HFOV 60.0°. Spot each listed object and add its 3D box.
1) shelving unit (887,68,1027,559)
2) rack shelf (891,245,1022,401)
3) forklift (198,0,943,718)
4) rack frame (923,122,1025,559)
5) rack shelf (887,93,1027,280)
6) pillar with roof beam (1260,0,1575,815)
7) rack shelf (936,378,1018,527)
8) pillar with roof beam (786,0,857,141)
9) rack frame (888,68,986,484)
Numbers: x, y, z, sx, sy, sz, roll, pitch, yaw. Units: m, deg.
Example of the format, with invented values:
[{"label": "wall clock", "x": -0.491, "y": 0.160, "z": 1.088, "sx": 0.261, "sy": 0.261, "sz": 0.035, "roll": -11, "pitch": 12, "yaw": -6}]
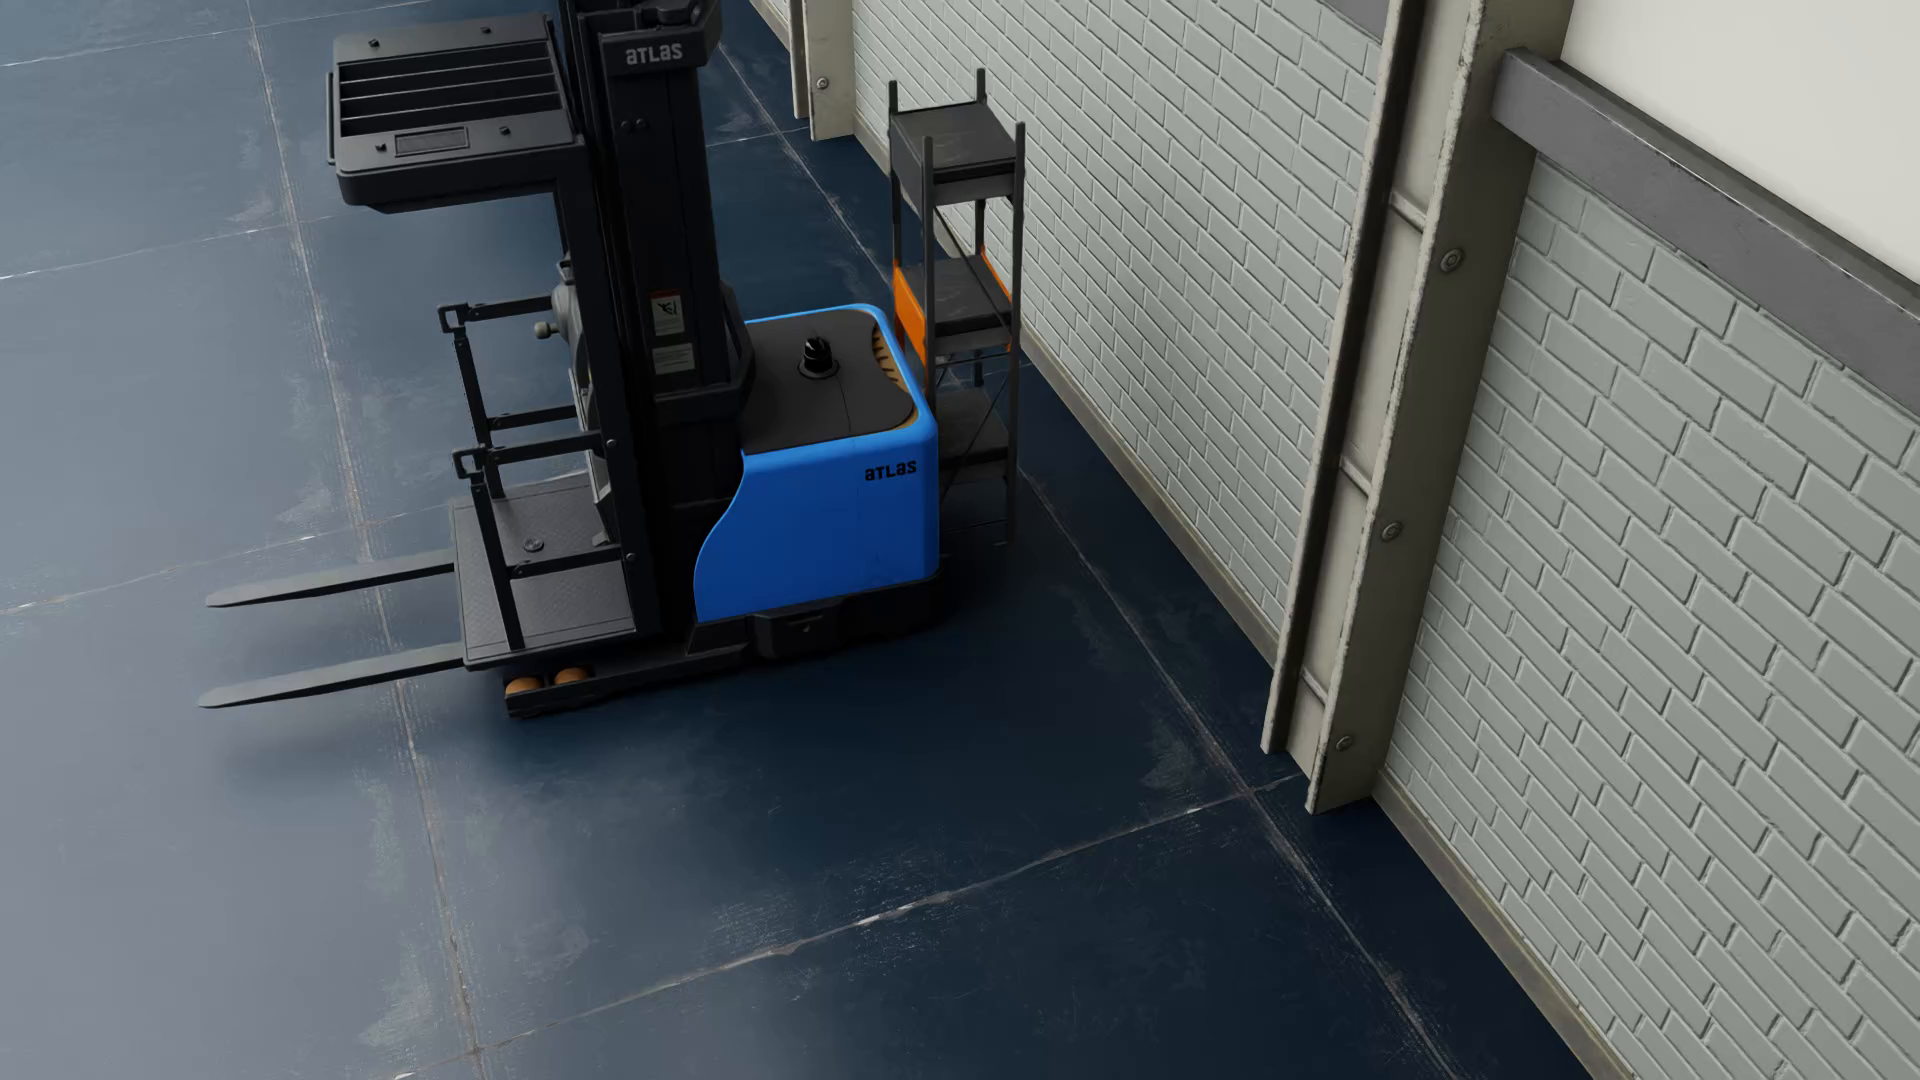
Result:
[{"label": "shelving unit", "x": -0.018, "y": -0.896, "z": 7.100, "sx": 0.431, "sy": 2.100, "sz": 0.503, "roll": -12, "pitch": 42, "yaw": -13}, {"label": "rack shelf", "x": -0.018, "y": -0.886, "z": 7.109, "sx": 0.431, "sy": 0.518, "sz": 0.480, "roll": -12, "pitch": 42, "yaw": -13}, {"label": "forklift", "x": -1.648, "y": -0.772, "z": 6.318, "sx": 3.031, "sy": 2.935, "sz": 1.130, "roll": -11, "pitch": 42, "yaw": -12}, {"label": "rack frame", "x": 0.054, "y": -0.744, "z": 6.923, "sx": 0.400, "sy": 2.100, "sz": 0.015, "roll": -12, "pitch": 42, "yaw": -13}, {"label": "rack shelf", "x": -0.018, "y": -1.416, "z": 6.652, "sx": 0.431, "sy": 0.518, "sz": 0.480, "roll": -12, "pitch": 42, "yaw": -13}, {"label": "pillar with roof beam", "x": -2.552, "y": -1.430, "z": 2.430, "sx": 9.100, "sy": 9.000, "sz": 0.400, "roll": -15, "pitch": 43, "yaw": -17}, {"label": "rack shelf", "x": -0.018, "y": -0.356, "z": 7.566, "sx": 0.431, "sy": 0.518, "sz": 0.480, "roll": -12, "pitch": 42, "yaw": -13}, {"label": "pillar with roof beam", "x": -4.847, "y": -5.045, "z": 6.633, "sx": 9.100, "sy": 9.000, "sz": 0.400, "roll": -15, "pitch": 43, "yaw": -17}, {"label": "rack frame", "x": -0.091, "y": -1.048, "z": 7.276, "sx": 0.400, "sy": 2.100, "sz": 0.015, "roll": -12, "pitch": 42, "yaw": -13}]
